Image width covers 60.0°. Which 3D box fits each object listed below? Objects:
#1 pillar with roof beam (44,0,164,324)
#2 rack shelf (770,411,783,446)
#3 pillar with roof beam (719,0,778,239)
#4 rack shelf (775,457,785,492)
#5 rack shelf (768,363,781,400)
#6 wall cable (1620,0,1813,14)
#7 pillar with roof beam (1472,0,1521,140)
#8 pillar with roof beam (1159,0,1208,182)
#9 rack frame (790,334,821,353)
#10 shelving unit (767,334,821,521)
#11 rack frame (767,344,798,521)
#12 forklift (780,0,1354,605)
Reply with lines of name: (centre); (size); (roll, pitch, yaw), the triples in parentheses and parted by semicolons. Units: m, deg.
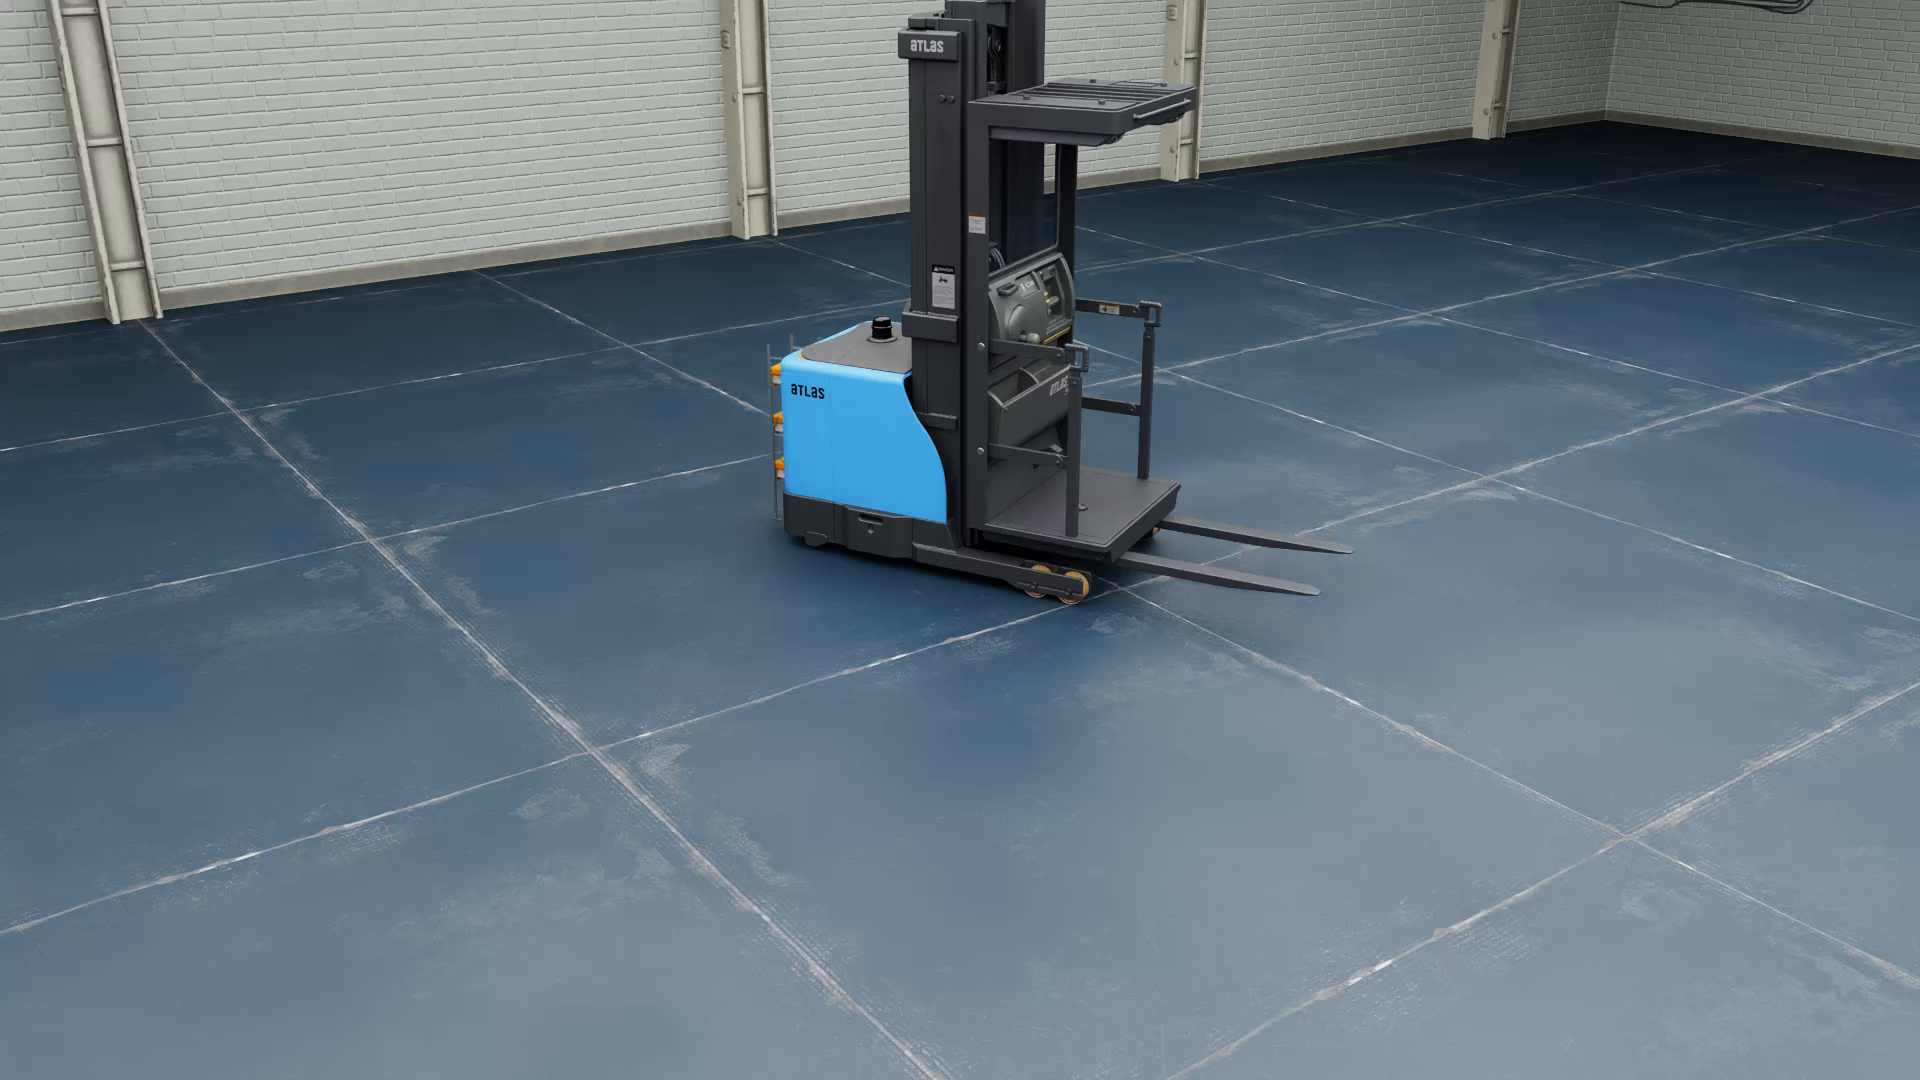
pillar with roof beam: (-4.508, -4.781, 9.235); (0.400, 9.000, 9.100); (-15, 26, -33)
rack shelf: (-0.936, -0.622, 9.568); (0.215, 0.259, 0.240); (10, 24, 25)
pillar with roof beam: (0.362, -6.079, 12.490); (0.400, 9.000, 9.100); (-15, 26, -33)
rack shelf: (-0.936, -0.364, 9.671); (0.215, 0.259, 0.240); (10, 24, 25)
rack shelf: (-0.936, -0.886, 9.463); (0.215, 0.259, 0.240); (10, 24, 25)
wall cable: (10.752, -8.770, 23.421); (0.112, 2.526, 3.097); (-15, 26, -33)
pillar with roof beam: (10.103, -8.677, 18.999); (0.400, 9.000, 9.100); (-15, 26, -33)
pillar with roof beam: (5.233, -7.378, 15.744); (0.400, 9.000, 9.100); (-15, 26, -33)
rack frame: (-0.881, -0.673, 9.665); (0.200, 1.050, 0.008); (10, 24, 25)
shelving unit: (-0.936, -0.632, 9.564); (0.215, 1.050, 0.252); (10, 24, 25)
rack frame: (-0.990, -0.592, 9.463); (0.200, 1.050, 0.008); (10, 24, 25)
forklift: (0.560, -1.254, 8.584); (3.031, 2.935, 1.130); (11, 24, 25)
